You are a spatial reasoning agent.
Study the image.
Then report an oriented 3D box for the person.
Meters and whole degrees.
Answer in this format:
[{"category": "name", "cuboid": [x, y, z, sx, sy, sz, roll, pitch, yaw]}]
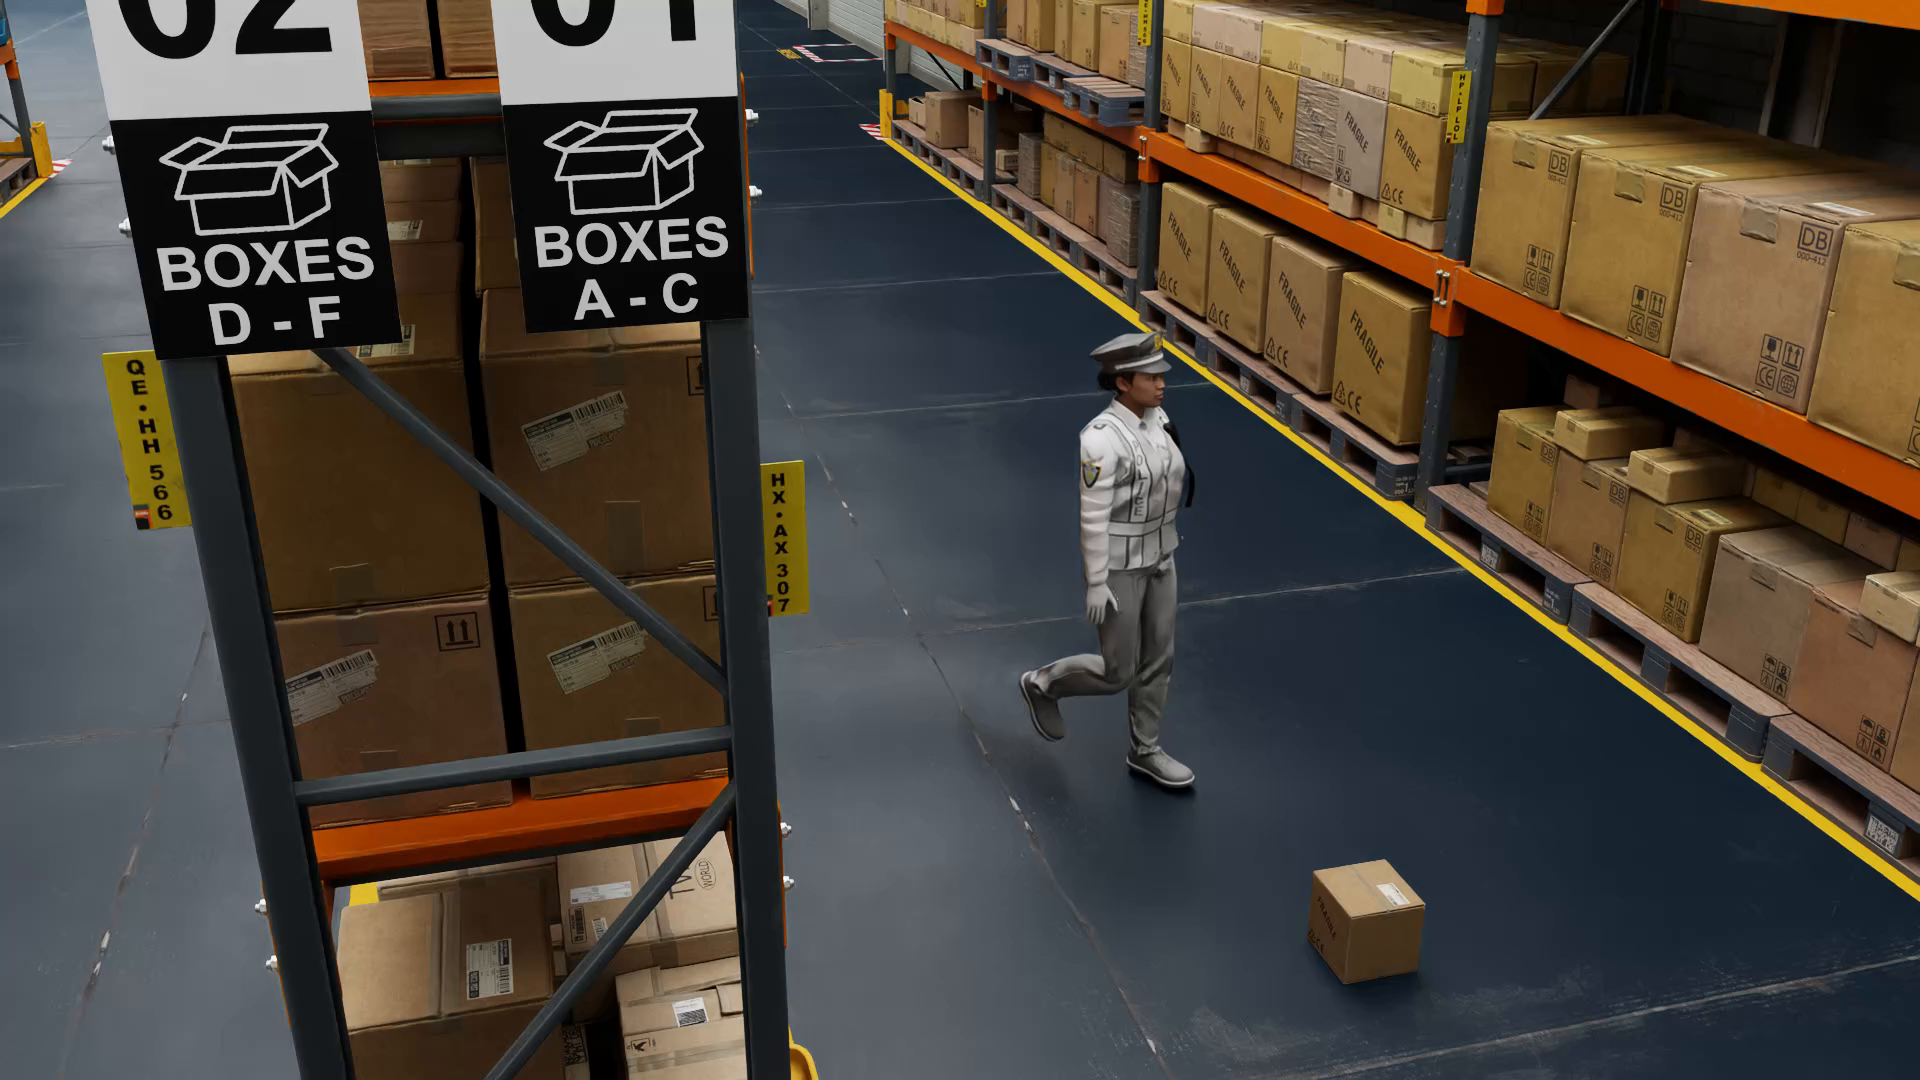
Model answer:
[{"category": "person", "cuboid": [0.564, 0.058, 5.888, 0.680, 1.670, 0.493, 17, 29, 35]}]
